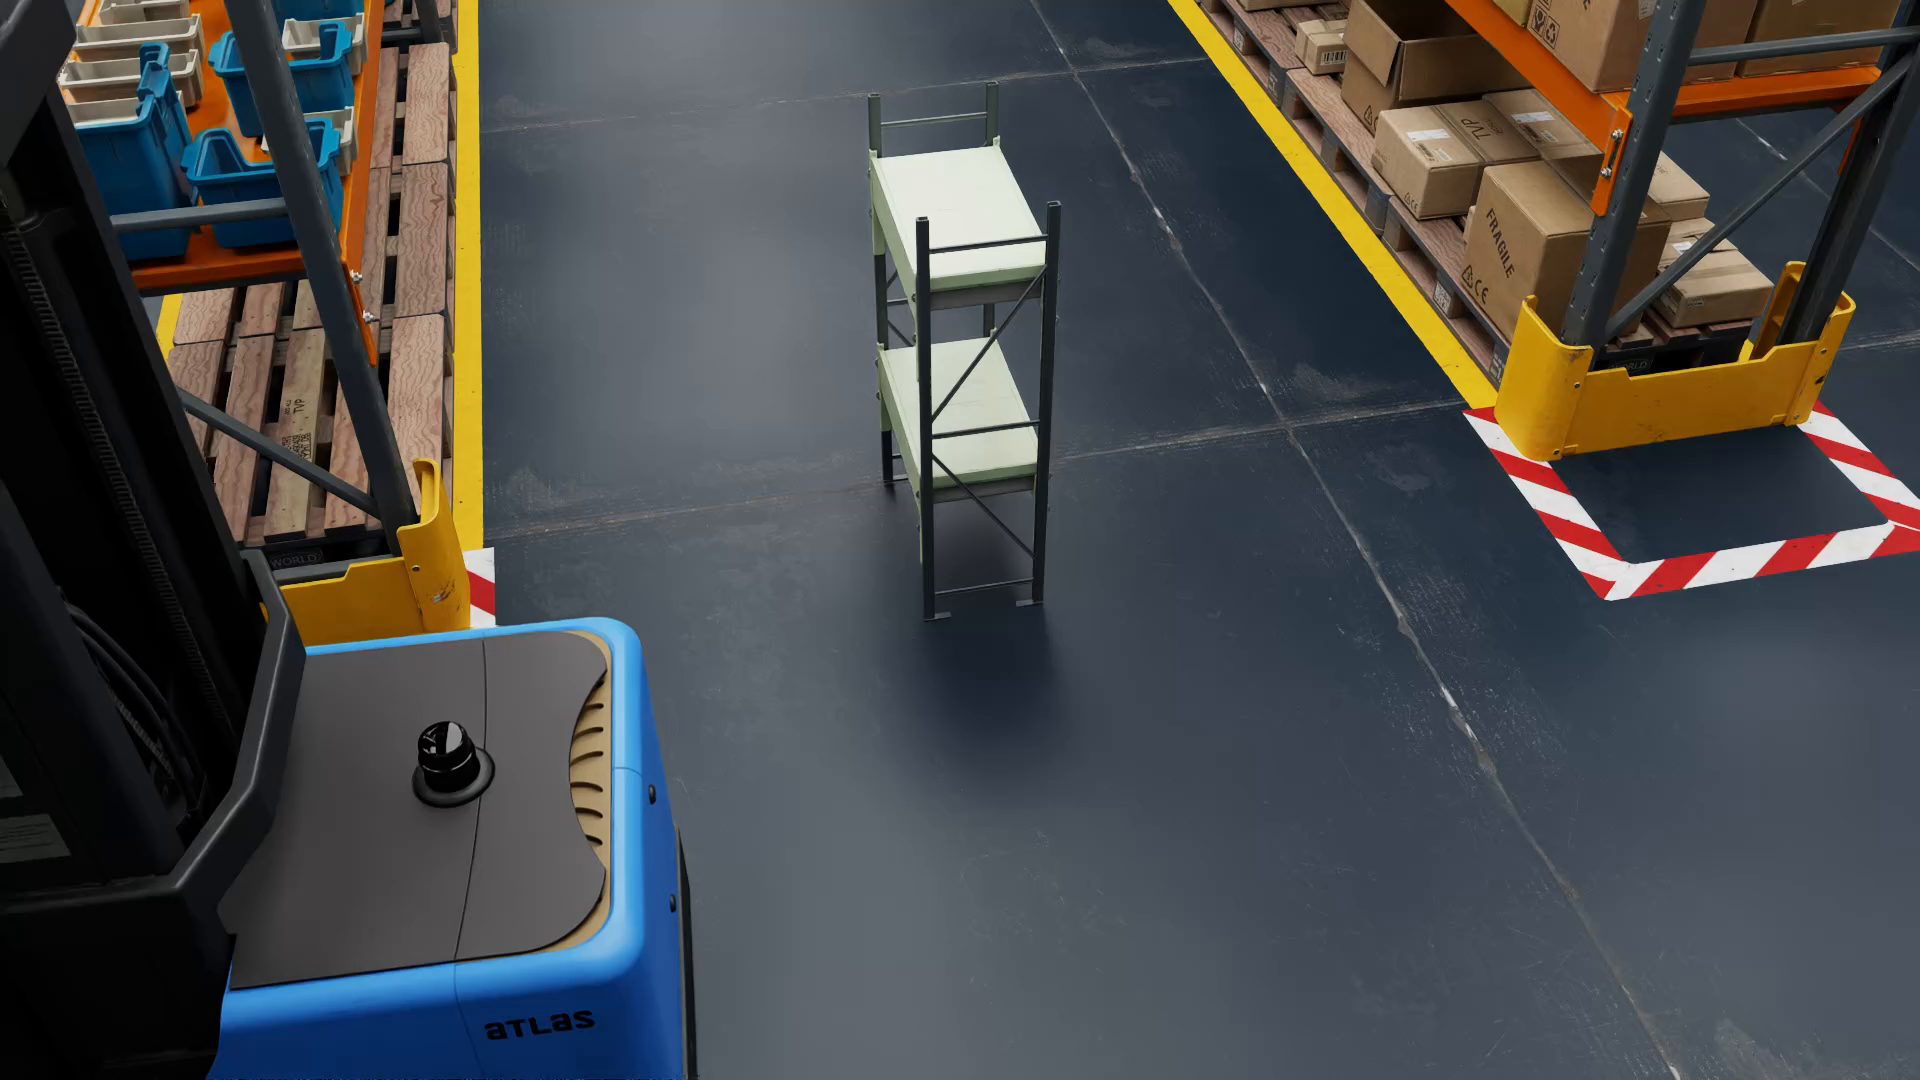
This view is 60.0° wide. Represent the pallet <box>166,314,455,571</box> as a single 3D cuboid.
[{"bbox_3d":[-2.353,-0.335,5.968,1.003,0.211,1.213,-8,42,-9],"label":"pallet"}]

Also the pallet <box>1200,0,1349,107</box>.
[{"bbox_3d":[1.909,-2.649,8.576,1.003,0.211,1.213,-8,42,-9],"label":"pallet"}]

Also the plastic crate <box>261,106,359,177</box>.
[{"bbox_3d":[-1.933,-1.188,4.982,0.250,0.136,0.298,-8,42,-9],"label":"plastic crate"}]

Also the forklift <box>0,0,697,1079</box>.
[{"bbox_3d":[-2.175,0.344,3.155,3.031,2.935,1.130,-6,42,-7],"label":"forklift"}]

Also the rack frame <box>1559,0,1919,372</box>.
[{"bbox_3d":[2.625,-1.545,5.231,1.000,3.000,0.127,-8,42,-9],"label":"rack frame"}]

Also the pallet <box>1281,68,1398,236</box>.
[{"bbox_3d":[2.175,-1.857,7.683,1.003,0.211,1.213,-8,42,-9],"label":"pallet"}]

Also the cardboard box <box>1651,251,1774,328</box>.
[{"bbox_3d":[2.870,-0.964,6.392,0.380,0.149,0.250,-8,42,-9],"label":"cardboard box"}]

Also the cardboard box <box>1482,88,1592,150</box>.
[{"bbox_3d":[2.568,-1.722,7.170,0.500,0.250,0.500,-8,42,-9],"label":"cardboard box"}]

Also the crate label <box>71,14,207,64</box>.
[{"bbox_3d":[-2.698,-1.631,5.481,0.396,0.136,0.243,-8,42,-9],"label":"crate label"}]

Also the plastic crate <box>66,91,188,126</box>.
[{"bbox_3d":[-2.566,-1.264,5.068,0.396,0.136,0.243,-8,42,-9],"label":"plastic crate"}]

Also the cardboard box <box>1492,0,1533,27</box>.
[{"bbox_3d":[2.147,-2.169,5.859,0.500,0.500,0.500,-8,42,-9],"label":"cardboard box"}]

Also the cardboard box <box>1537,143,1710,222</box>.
[{"bbox_3d":[2.676,-1.398,6.805,0.500,0.250,0.500,-8,42,-9],"label":"cardboard box"}]

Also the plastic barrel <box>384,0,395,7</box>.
[{"bbox_3d":[-3.177,-3.157,8.312,0.600,0.901,0.708,-8,42,-9],"label":"plastic barrel"}]

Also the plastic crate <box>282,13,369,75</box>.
[{"bbox_3d":[-2.079,-1.628,5.478,0.250,0.136,0.298,-8,42,-9],"label":"plastic crate"}]

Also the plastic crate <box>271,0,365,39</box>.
[{"bbox_3d":[-2.229,-1.858,5.664,0.416,0.233,0.300,-8,42,-9],"label":"plastic crate"}]

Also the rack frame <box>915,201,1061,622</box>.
[{"bbox_3d":[0.078,-0.328,4.990,0.400,1.500,0.023,-8,42,-9],"label":"rack frame"}]

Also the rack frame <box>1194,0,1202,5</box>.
[{"bbox_3d":[1.761,-4.137,8.151,1.000,3.000,0.127,-8,42,-9],"label":"rack frame"}]

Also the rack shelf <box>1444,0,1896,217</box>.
[{"bbox_3d":[2.193,-2.572,6.930,1.077,0.370,4.000,-8,42,-9],"label":"rack shelf"}]

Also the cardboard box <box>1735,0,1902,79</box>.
[{"bbox_3d":[2.786,-1.907,5.564,0.500,0.500,0.500,-8,42,-8],"label":"cardboard box"}]

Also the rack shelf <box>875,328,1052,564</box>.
[{"bbox_3d":[-0.001,-0.321,5.473,0.431,0.370,0.720,-8,42,-9],"label":"rack shelf"}]

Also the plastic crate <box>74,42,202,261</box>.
[{"bbox_3d":[-2.467,-1.063,4.616,0.616,0.435,0.499,-8,42,-9],"label":"plastic crate"}]

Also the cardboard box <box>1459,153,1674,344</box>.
[{"bbox_3d":[2.267,-1.091,6.272,0.500,0.500,0.500,-8,42,-9],"label":"cardboard box"}]

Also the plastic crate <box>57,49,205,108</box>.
[{"bbox_3d":[-2.614,-1.454,5.282,0.396,0.136,0.243,-8,42,-9],"label":"plastic crate"}]

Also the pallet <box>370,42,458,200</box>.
[{"bbox_3d":[-2.880,-1.916,7.750,1.003,0.211,1.213,-8,42,-9],"label":"pallet"}]

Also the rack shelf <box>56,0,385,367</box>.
[{"bbox_3d":[-2.645,-1.865,6.133,1.077,0.370,4.000,-8,42,-9],"label":"rack shelf"}]

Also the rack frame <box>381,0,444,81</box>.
[{"bbox_3d":[-3.076,-3.430,7.355,1.000,3.000,0.127,-8,42,-9],"label":"rack frame"}]

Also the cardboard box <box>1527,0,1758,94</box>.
[{"bbox_3d":[2.262,-1.833,5.480,0.500,0.500,0.500,-7,42,-8],"label":"cardboard box"}]

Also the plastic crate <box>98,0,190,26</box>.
[{"bbox_3d":[-2.780,-1.820,5.694,0.298,0.136,0.250,-8,42,-9],"label":"plastic crate"}]

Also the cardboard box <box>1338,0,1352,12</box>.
[{"bbox_3d":[2.161,-3.038,8.465,0.500,0.500,0.500,-8,42,-9],"label":"cardboard box"}]

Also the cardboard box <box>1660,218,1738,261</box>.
[{"bbox_3d":[2.816,-1.132,6.569,0.380,0.166,0.250,-8,42,-9],"label":"cardboard box"}]

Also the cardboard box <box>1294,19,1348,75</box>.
[{"bbox_3d":[1.837,-2.380,7.974,0.380,0.166,0.250,-8,42,-9],"label":"cardboard box"}]

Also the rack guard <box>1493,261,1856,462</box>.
[{"bbox_3d":[2.608,-0.659,6.116,1.175,0.500,0.348,-8,42,-9],"label":"rack guard"}]

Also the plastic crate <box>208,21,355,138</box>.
[{"bbox_3d":[-2.087,-1.431,5.183,0.416,0.233,0.300,-8,42,-9],"label":"plastic crate"}]

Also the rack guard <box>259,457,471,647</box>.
[{"bbox_3d":[-2.195,0.111,5.248,1.175,0.500,0.348,-8,42,-9],"label":"rack guard"}]

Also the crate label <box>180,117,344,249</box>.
[{"bbox_3d":[-1.945,-1.004,4.703,0.416,0.233,0.303,-8,42,-9],"label":"crate label"}]

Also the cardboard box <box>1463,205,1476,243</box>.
[{"bbox_3d":[2.267,-1.242,6.693,0.380,0.166,0.250,-8,42,-9],"label":"cardboard box"}]

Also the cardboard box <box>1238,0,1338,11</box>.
[{"bbox_3d":[1.641,-2.993,8.557,0.500,0.311,0.500,-8,42,-9],"label":"cardboard box"}]

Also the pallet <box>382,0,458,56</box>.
[{"bbox_3d":[-3.202,-2.893,8.850,1.003,0.211,1.213,-8,42,-9],"label":"pallet"}]

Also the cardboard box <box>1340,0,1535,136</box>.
[{"bbox_3d":[2.172,-2.151,7.463,0.797,0.503,0.637,-8,42,-9],"label":"cardboard box"}]

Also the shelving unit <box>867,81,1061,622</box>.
[{"bbox_3d":[-0.001,-0.565,5.257,0.431,1.500,0.755,-8,42,-9],"label":"shelving unit"}]

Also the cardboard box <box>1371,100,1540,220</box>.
[{"bbox_3d":[2.091,-1.618,7.053,0.500,0.250,0.500,-8,42,-9],"label":"cardboard box"}]

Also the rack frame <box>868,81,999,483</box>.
[{"bbox_3d":[-0.080,-0.802,5.524,0.400,1.500,0.023,-8,42,-9],"label":"rack frame"}]

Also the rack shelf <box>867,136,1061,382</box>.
[{"bbox_3d":[-0.001,-0.857,4.998,0.431,0.370,0.720,-8,42,-9],"label":"rack shelf"}]

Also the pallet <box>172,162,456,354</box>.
[{"bbox_3d":[-2.613,-1.124,6.857,1.003,0.211,1.213,-8,42,-9],"label":"pallet"}]

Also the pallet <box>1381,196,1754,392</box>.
[{"bbox_3d":[2.435,-1.068,6.794,1.003,0.211,1.213,-8,42,-9],"label":"pallet"}]

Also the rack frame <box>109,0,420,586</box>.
[{"bbox_3d":[-2.213,-0.837,4.434,1.000,3.000,0.127,-8,42,-9],"label":"rack frame"}]
